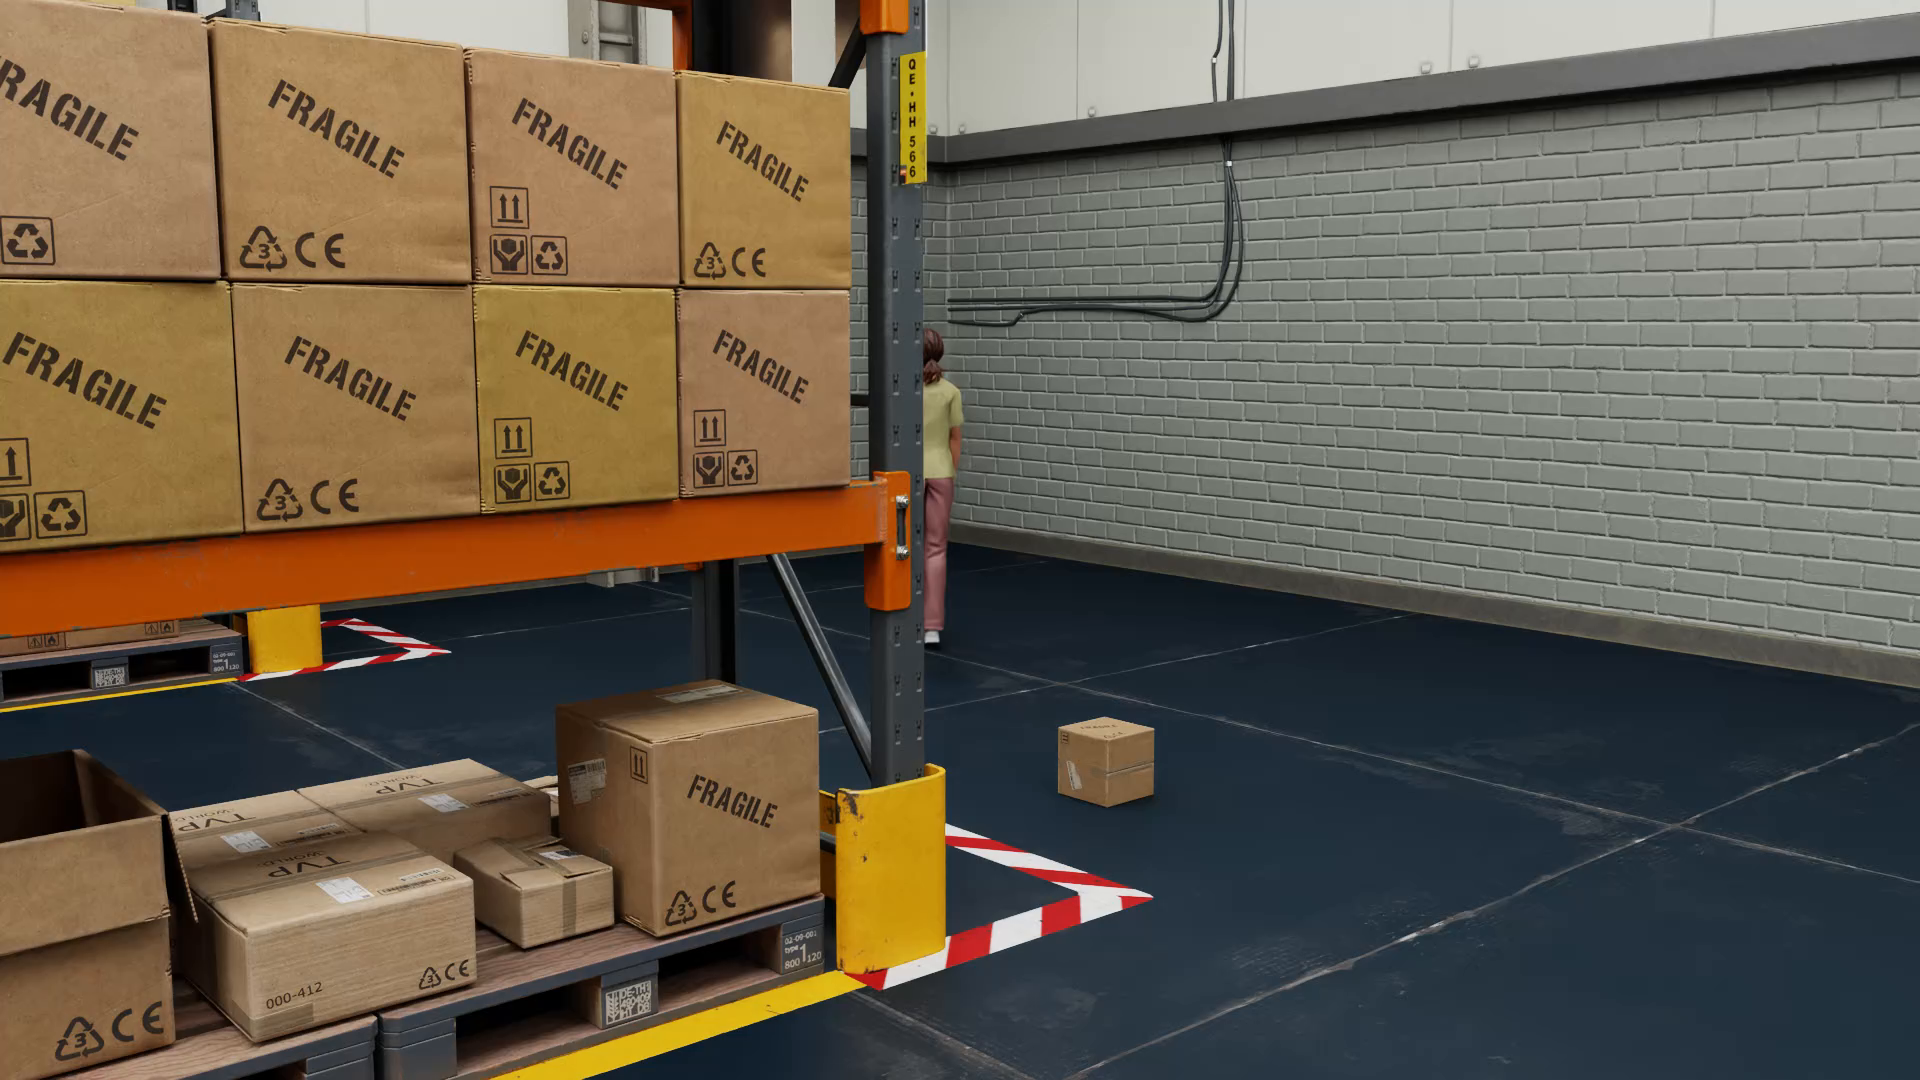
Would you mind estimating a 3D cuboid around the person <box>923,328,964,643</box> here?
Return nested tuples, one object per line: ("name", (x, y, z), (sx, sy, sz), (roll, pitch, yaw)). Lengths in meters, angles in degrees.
("person", (-0.204, -0.262, 8.884), (0.444, 1.722, 0.535), (-2, 8, -13))
